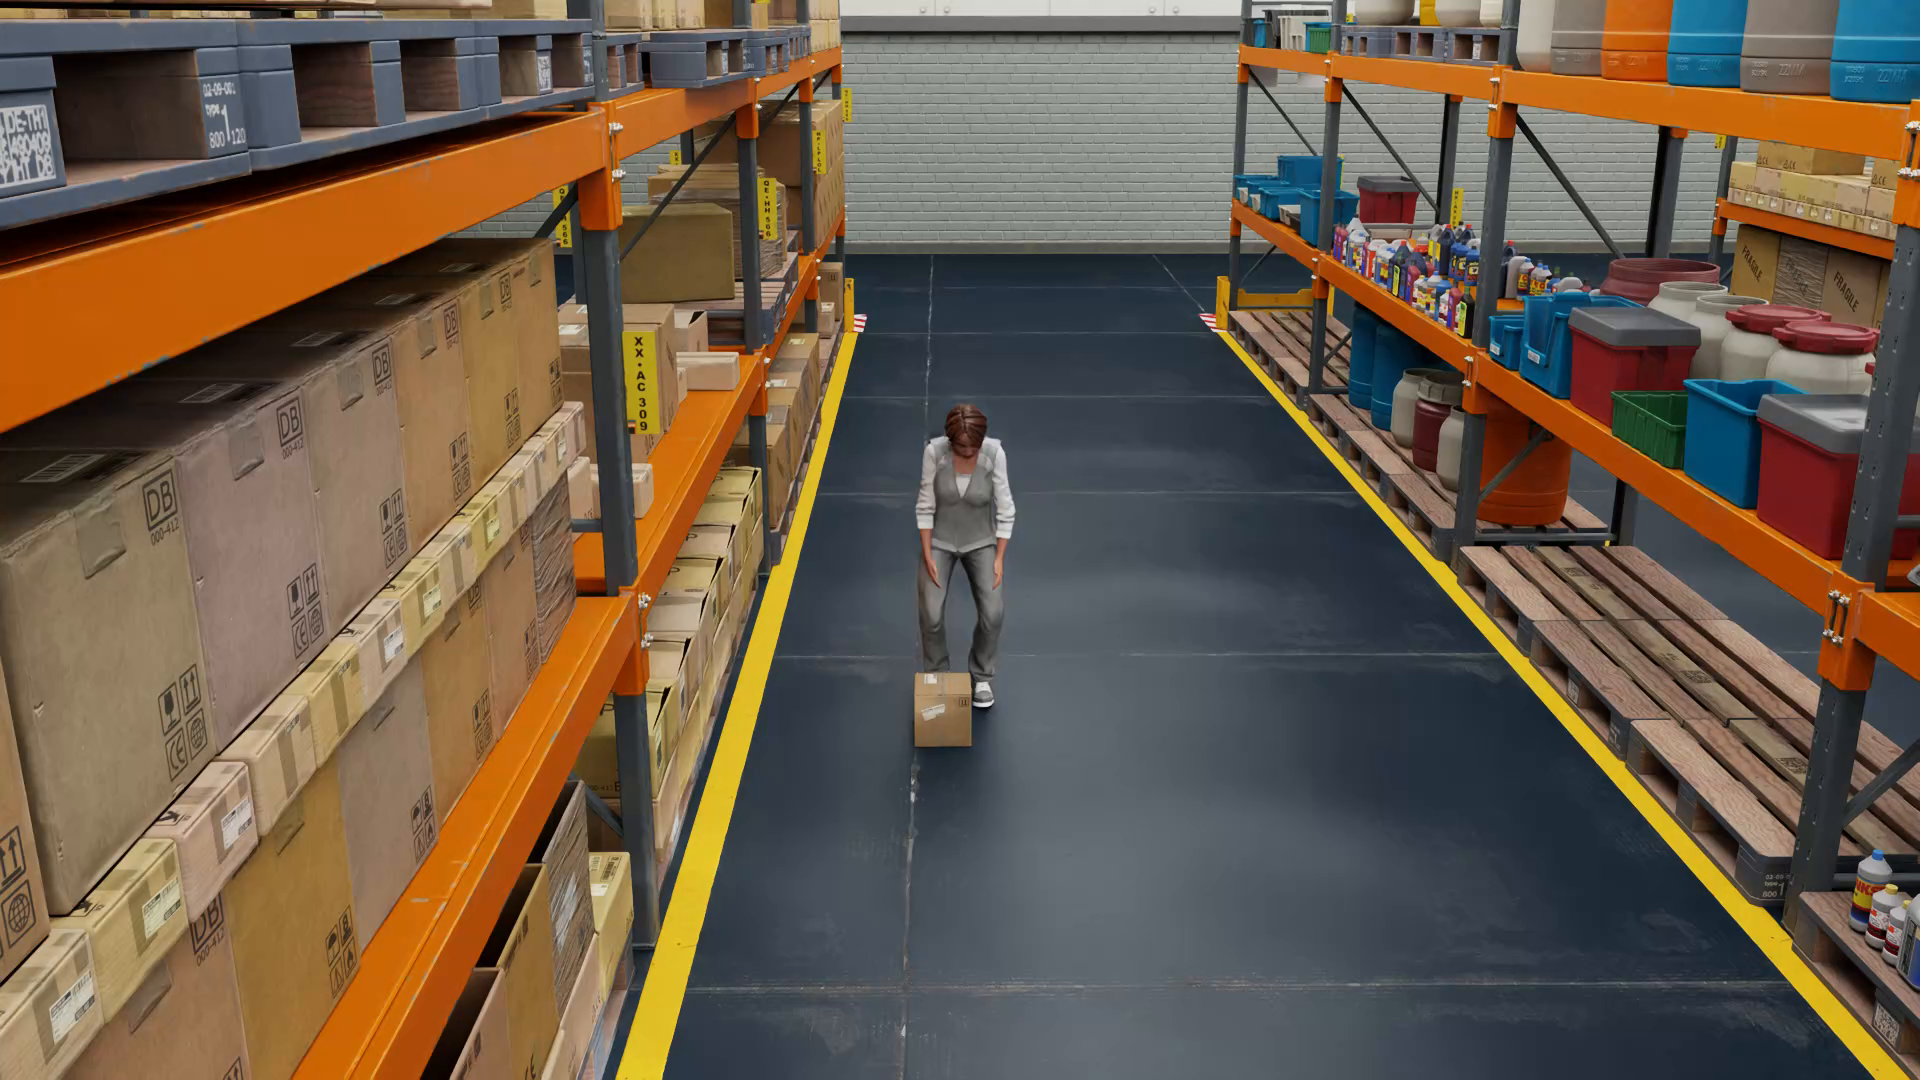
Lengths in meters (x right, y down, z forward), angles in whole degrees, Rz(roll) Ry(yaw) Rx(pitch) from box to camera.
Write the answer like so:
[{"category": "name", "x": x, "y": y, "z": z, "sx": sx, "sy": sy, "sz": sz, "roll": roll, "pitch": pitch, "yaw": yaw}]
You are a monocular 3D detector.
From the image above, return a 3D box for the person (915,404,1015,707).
[{"category": "person", "x": 0.025, "y": 0.062, "z": 7.609, "sx": 0.451, "sy": 1.464, "sz": 0.518, "roll": 0, "pitch": 17, "yaw": 1}]
